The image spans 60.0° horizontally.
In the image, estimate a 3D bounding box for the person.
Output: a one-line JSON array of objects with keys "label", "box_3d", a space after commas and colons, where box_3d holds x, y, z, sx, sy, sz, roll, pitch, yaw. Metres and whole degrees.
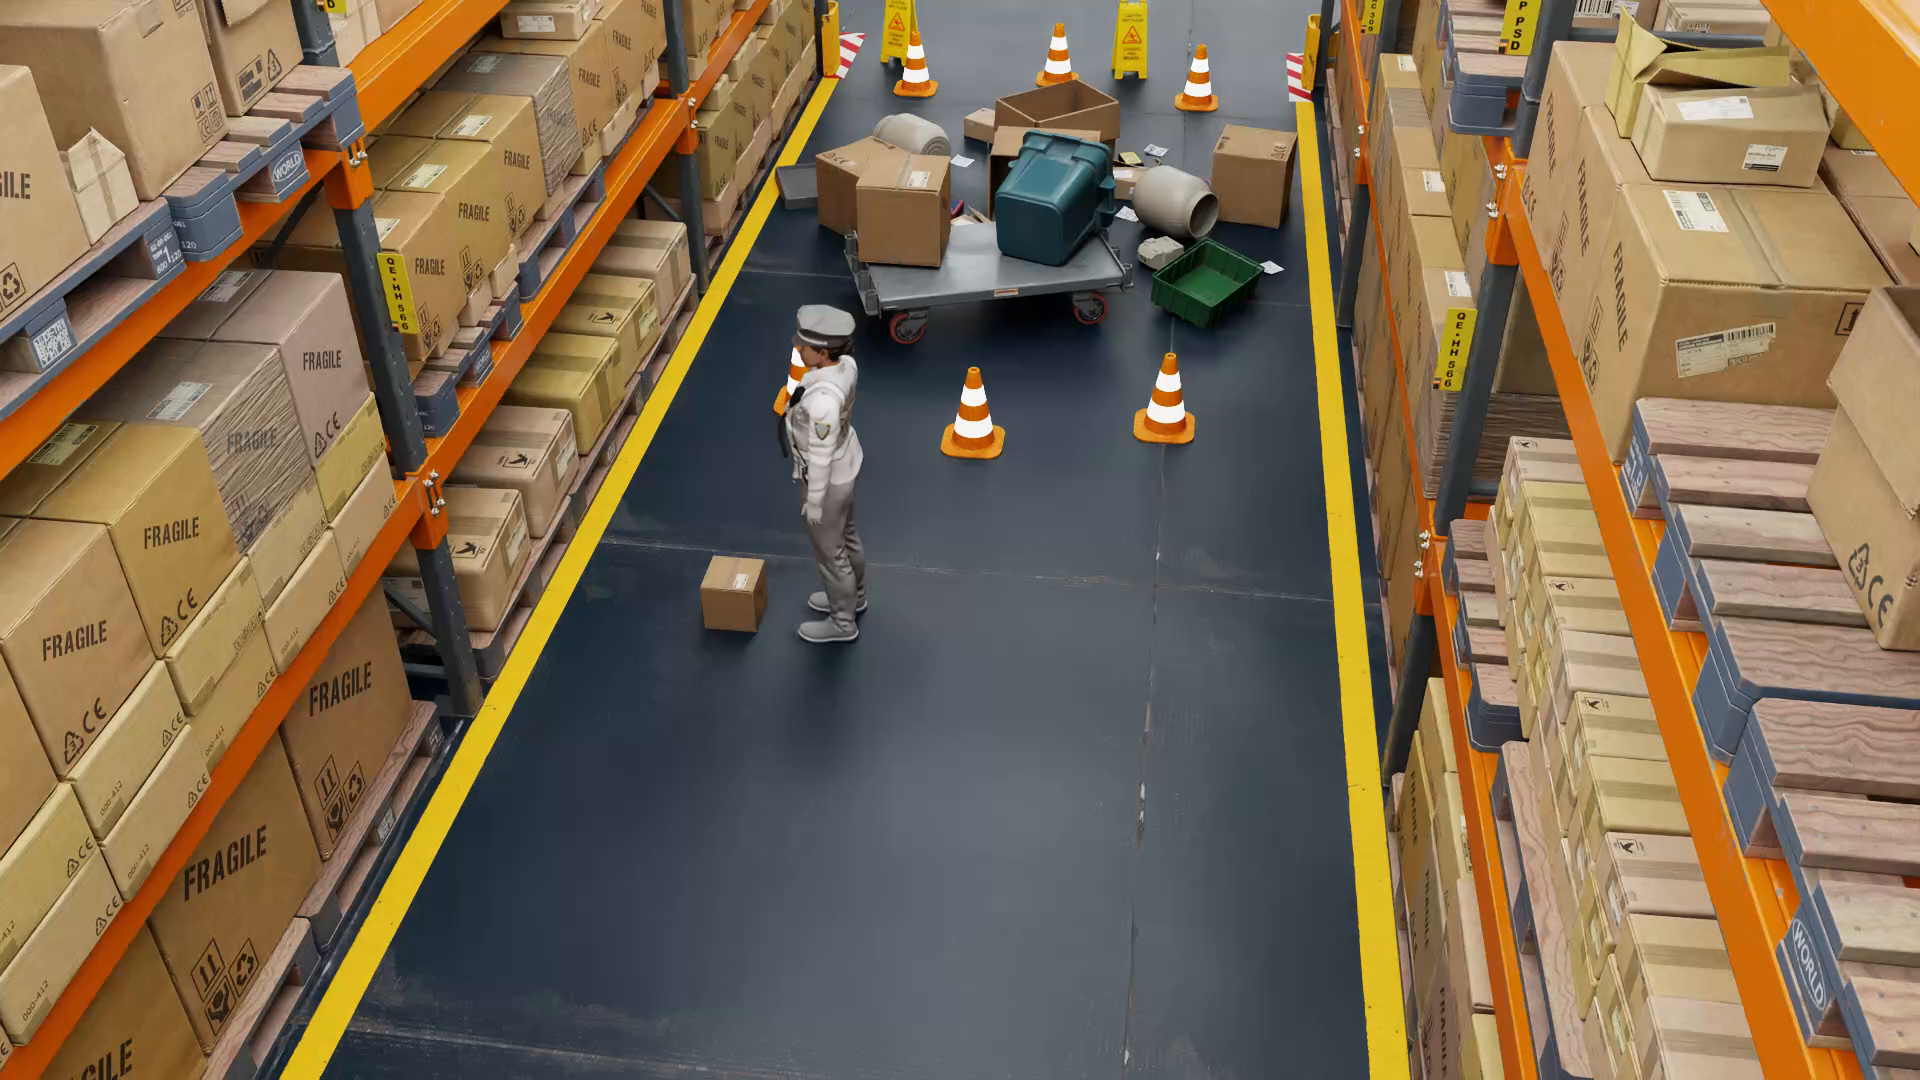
[{"label": "person", "box_3d": [-0.601, -0.274, 7.399, 0.327, 1.680, 0.469, 5, 37, 7]}]
